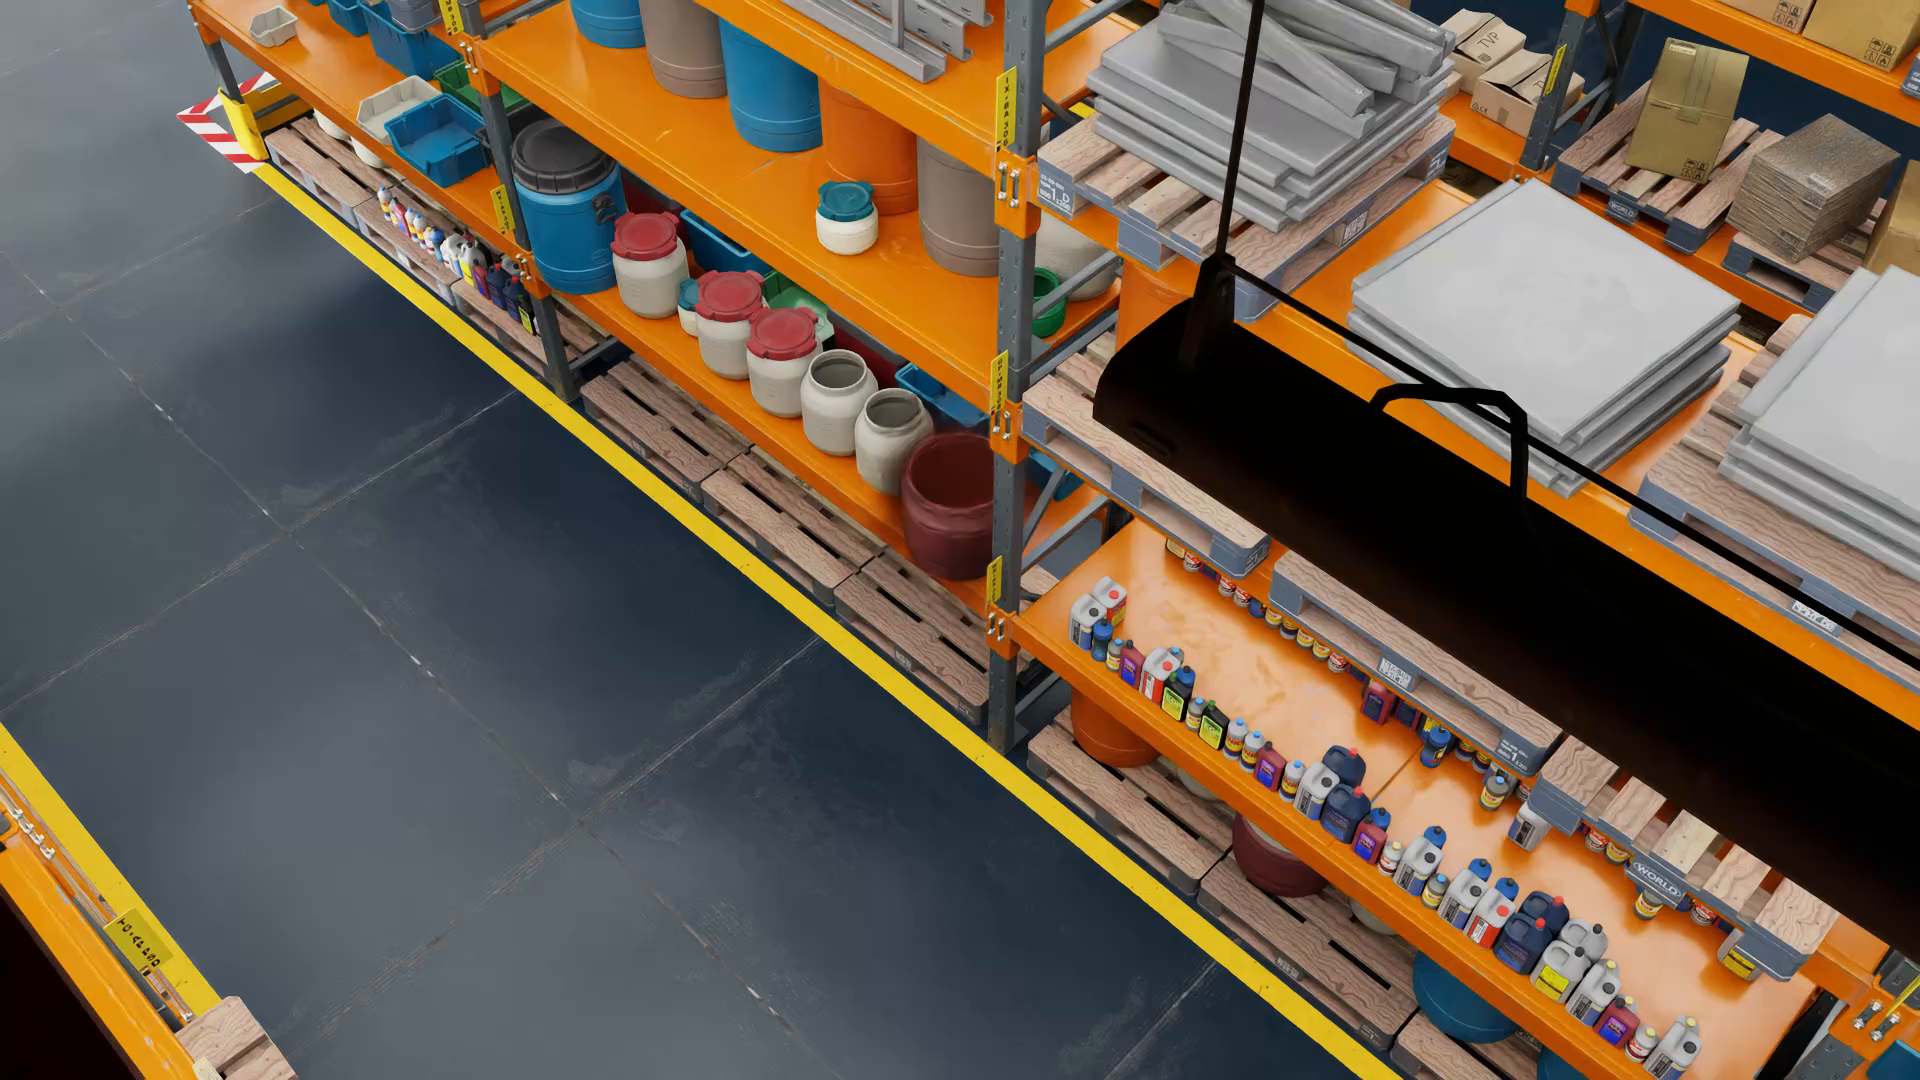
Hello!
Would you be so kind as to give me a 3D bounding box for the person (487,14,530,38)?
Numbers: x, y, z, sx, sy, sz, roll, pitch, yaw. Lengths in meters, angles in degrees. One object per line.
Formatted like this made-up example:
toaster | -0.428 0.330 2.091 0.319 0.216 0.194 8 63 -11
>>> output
person | -3.507 -4.051 12.779 0.722 1.558 0.555 36 59 26
